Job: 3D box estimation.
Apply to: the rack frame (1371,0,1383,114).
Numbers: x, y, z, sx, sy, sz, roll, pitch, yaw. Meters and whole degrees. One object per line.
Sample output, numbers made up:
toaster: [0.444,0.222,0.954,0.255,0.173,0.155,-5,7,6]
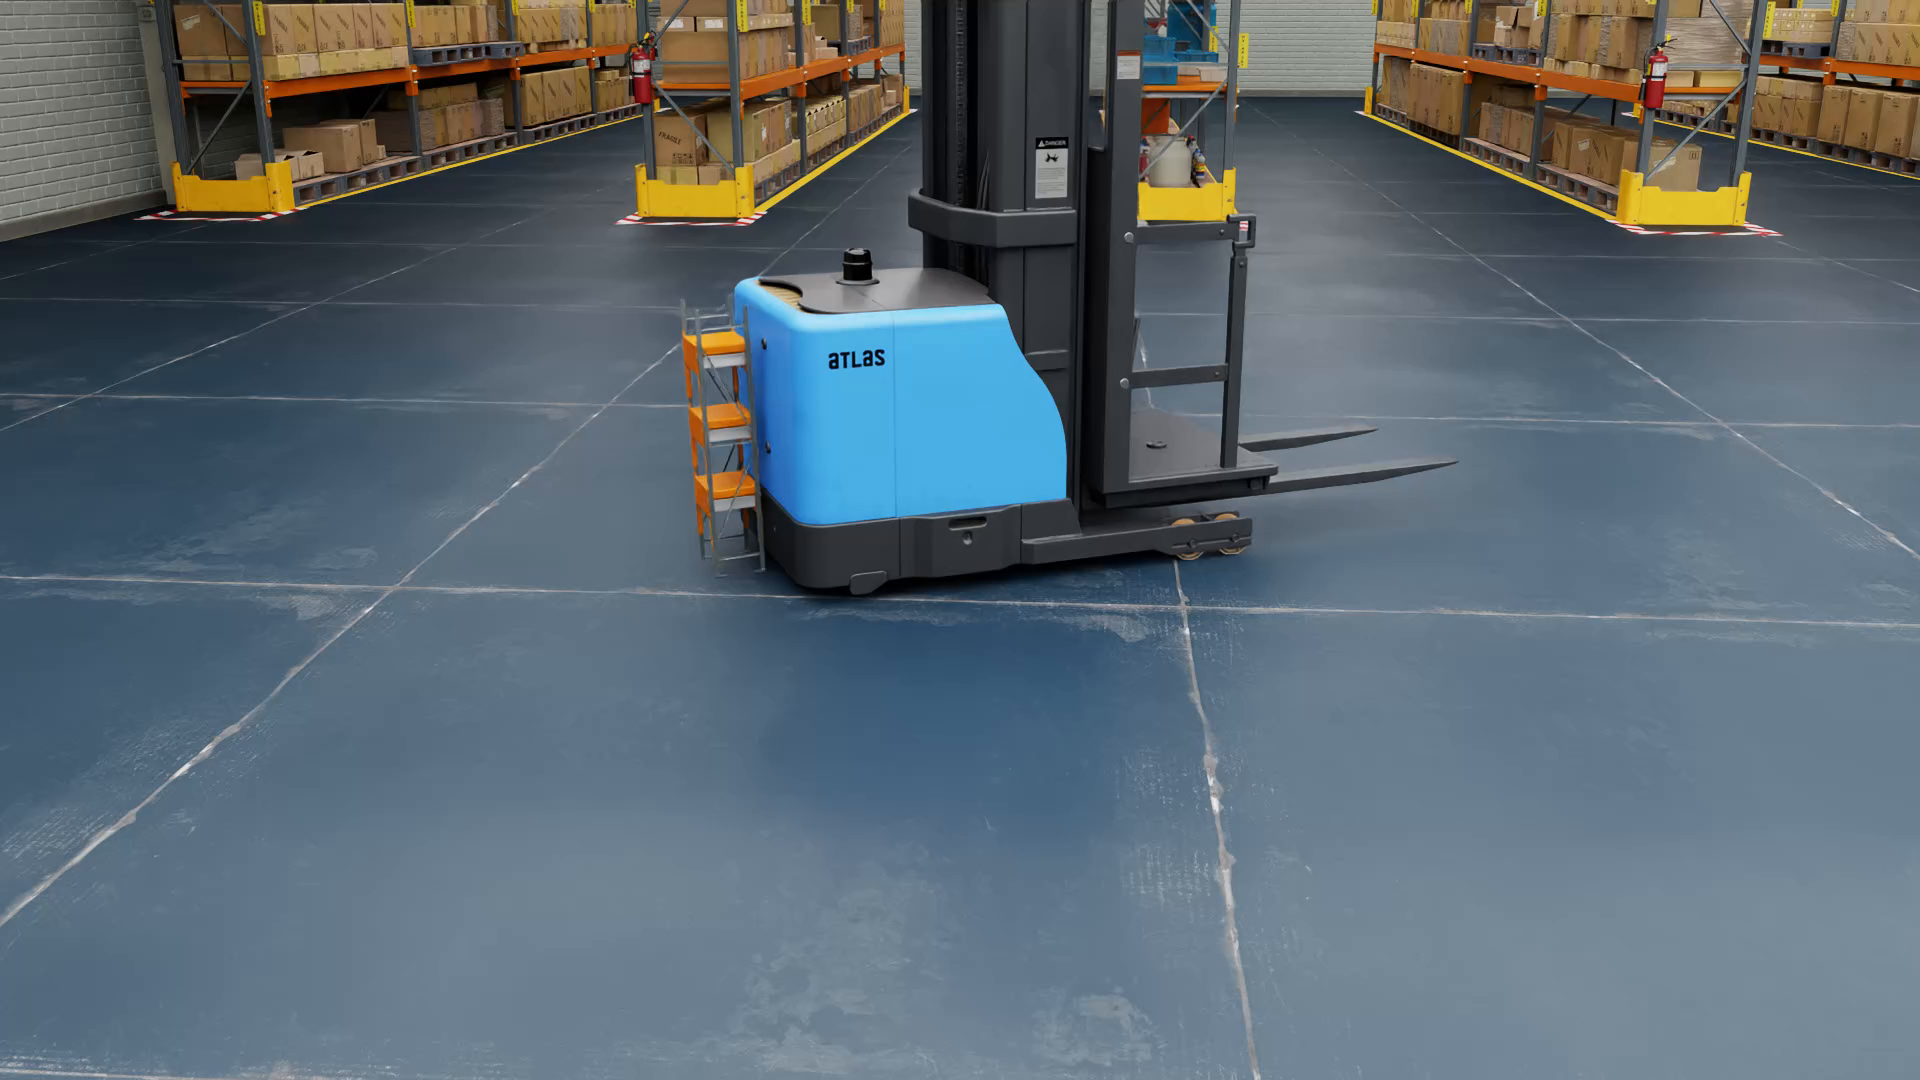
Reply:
rack frame: [8.311,-9.533,31.200,1.000,3.000,0.127,1,18,4]

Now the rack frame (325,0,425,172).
rack frame: [-7.371,-6.138,20.839,1.000,3.000,0.127,1,18,4]

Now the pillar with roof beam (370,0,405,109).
pillar with roof beam: [-3.747,-9.751,22.229,9.100,9.000,0.400,1,18,4]

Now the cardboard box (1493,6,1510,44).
cardboard box: [7.738,-7.127,23.022,0.500,0.500,0.500,-1,18,-3]

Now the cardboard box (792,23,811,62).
cardboard box: [-2.285,-6.634,22.190,0.500,0.500,0.500,1,18,4]

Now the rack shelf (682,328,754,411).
rack shelf: [-0.925,-0.658,6.359,0.215,0.259,0.240,-9,20,-20]

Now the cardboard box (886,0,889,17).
cardboard box: [-1.506,-9.336,28.833,0.500,0.500,0.500,1,18,2]

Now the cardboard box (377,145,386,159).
cardboard box: [-7.380,-4.834,20.702,0.380,0.166,0.250,-1,18,-3]

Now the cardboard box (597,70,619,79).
cardboard box: [-6.398,-8.437,30.153,0.380,0.149,0.250,1,18,2]

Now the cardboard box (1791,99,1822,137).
cardboard box: [12.464,-6.129,24.149,0.500,0.500,0.500,1,18,4]

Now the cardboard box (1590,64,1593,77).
cardboard box: [7.068,-5.082,18.019,0.380,0.149,0.250,1,18,4]

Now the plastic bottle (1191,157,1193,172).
plastic bottle: [2.718,-4.342,19.145,0.097,0.201,0.097,0,18,0]

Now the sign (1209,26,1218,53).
sign: [3.058,-6.033,20.073,0.100,0.325,0.005,1,18,4]

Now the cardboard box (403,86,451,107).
cardboard box: [-7.273,-6.043,22.652,0.500,0.250,0.500,1,18,2]

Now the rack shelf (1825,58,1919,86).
rack shelf: [12.534,-5.944,21.400,1.077,0.370,4.000,1,18,4]

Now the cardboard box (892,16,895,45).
cardboard box: [-1.442,-9.186,29.978,0.500,0.500,0.500,1,18,3]

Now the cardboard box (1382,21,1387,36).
cardboard box: [7.976,-9.299,30.248,0.500,0.250,0.500,1,18,3]

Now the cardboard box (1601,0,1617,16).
cardboard box: [7.025,-5.715,17.304,0.500,0.500,0.500,1,18,4]

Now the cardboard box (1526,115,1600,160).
cardboard box: [7.516,-5.018,20.728,0.700,0.500,0.500,0,18,0]

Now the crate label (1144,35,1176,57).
crate label: [2.086,-5.269,18.130,0.502,0.435,0.616,1,18,4]

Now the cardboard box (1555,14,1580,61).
cardboard box: [7.286,-5.702,18.871,0.875,0.500,0.500,1,18,4]

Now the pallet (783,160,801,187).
pallet: [-2.529,-4.458,20.188,1.003,0.211,1.213,1,18,4]

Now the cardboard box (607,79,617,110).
cardboard box: [-6.603,-8.020,29.923,0.700,0.500,0.500,1,18,3]

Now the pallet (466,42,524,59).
pallet: [-7.029,-7.066,23.977,1.213,0.211,1.003,1,18,4]

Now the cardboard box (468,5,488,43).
cardboard box: [-7.121,-7.317,23.568,0.700,0.500,0.500,0,18,-1]

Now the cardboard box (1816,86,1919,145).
cardboard box: [12.544,-5.850,22.898,1.050,0.750,0.750,1,18,3]

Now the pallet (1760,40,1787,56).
pallet: [12.778,-7.431,25.093,1.003,0.211,1.213,1,18,4]

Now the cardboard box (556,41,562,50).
cardboard box: [-6.674,-8.008,26.916,0.380,0.149,0.250,1,18,2]

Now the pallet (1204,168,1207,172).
pallet: [2.421,-4.384,19.964,1.003,0.211,1.213,1,18,4]

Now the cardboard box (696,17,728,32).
cardboard box: [-2.474,-5.259,16.954,0.380,0.149,0.250,1,18,4]

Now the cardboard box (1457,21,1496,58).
cardboard box: [7.525,-7.255,24.087,0.500,0.500,0.500,2,18,6]

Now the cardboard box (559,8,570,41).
cardboard box: [-6.651,-8.358,26.942,0.500,0.500,0.500,1,18,4]

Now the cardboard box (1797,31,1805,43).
cardboard box: [12.274,-7.227,23.892,0.380,0.149,0.250,1,18,4]

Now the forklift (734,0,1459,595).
forklift: [0.651,-1.456,6.659,3.031,2.935,1.130,-7,19,-20]

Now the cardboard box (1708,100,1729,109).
cardboard box: [12.669,-7.240,27.628,0.380,0.149,0.250,2,18,5]

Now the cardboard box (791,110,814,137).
cardboard box: [-2.152,-5.311,21.155,0.500,0.311,0.500,1,18,4]

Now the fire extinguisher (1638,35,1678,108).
fire extinguisher: [6.696,-4.502,15.970,0.296,0.674,0.183,1,18,4]

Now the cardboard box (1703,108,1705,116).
cardboard box: [12.754,-7.202,27.989,0.380,0.149,0.250,2,18,5]

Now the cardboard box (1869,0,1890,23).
cardboard box: [12.600,-7.133,22.108,0.700,0.500,0.500,1,18,3]

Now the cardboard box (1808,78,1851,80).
cardboard box: [13.053,-6.794,24.977,0.500,0.250,0.500,1,18,4]

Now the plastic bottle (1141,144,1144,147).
plastic bottle: [2.149,-4.540,19.638,0.097,0.271,0.097,0,18,0]

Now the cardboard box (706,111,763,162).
cardboard box: [-2.423,-4.353,17.927,0.500,0.500,0.500,1,18,4]

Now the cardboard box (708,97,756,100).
cardboard box: [-2.776,-5.141,20.332,0.500,0.500,0.500,1,18,4]

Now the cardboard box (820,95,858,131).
cardboard box: [-1.826,-6.427,25.029,0.500,0.500,0.500,2,18,6]

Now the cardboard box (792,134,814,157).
cardboard box: [-2.154,-5.041,21.233,0.500,0.250,0.500,1,18,3]

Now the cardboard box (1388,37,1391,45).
cardboard box: [7.866,-8.912,29.707,0.380,0.149,0.250,1,18,3]

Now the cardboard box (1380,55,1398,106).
cardboard box: [8.345,-8.523,30.854,0.875,0.875,0.875,1,18,4]

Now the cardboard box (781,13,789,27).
cardboard box: [-2.256,-6.219,19.882,0.380,0.149,0.250,1,18,3]

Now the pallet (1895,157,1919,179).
pallet: [12.371,-4.581,20.563,1.003,0.211,1.213,1,18,4]

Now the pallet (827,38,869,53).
pallet: [-2.009,-7.784,26.170,1.003,0.211,1.213,1,18,4]

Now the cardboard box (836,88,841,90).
cardboard box: [-2.205,-7.069,26.987,0.500,0.500,0.500,2,18,5]

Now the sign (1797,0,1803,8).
sign: [13.518,-8.688,26.761,0.100,0.325,0.005,1,18,4]

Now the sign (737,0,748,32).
sign: [-2.164,-5.221,16.523,0.100,0.325,0.005,1,18,4]

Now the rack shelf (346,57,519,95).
rack shelf: [-7.228,-6.418,22.846,1.077,0.370,4.000,1,18,4]

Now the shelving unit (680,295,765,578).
shelving unit: [-0.918,-0.400,6.447,0.215,1.050,0.252,-9,20,-20]

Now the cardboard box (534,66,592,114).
cardboard box: [-6.715,-7.596,28.066,0.750,0.750,0.750,1,18,5]

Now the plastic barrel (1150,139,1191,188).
plastic barrel: [2.194,-3.898,17.323,0.421,0.512,0.421,0,18,0]
